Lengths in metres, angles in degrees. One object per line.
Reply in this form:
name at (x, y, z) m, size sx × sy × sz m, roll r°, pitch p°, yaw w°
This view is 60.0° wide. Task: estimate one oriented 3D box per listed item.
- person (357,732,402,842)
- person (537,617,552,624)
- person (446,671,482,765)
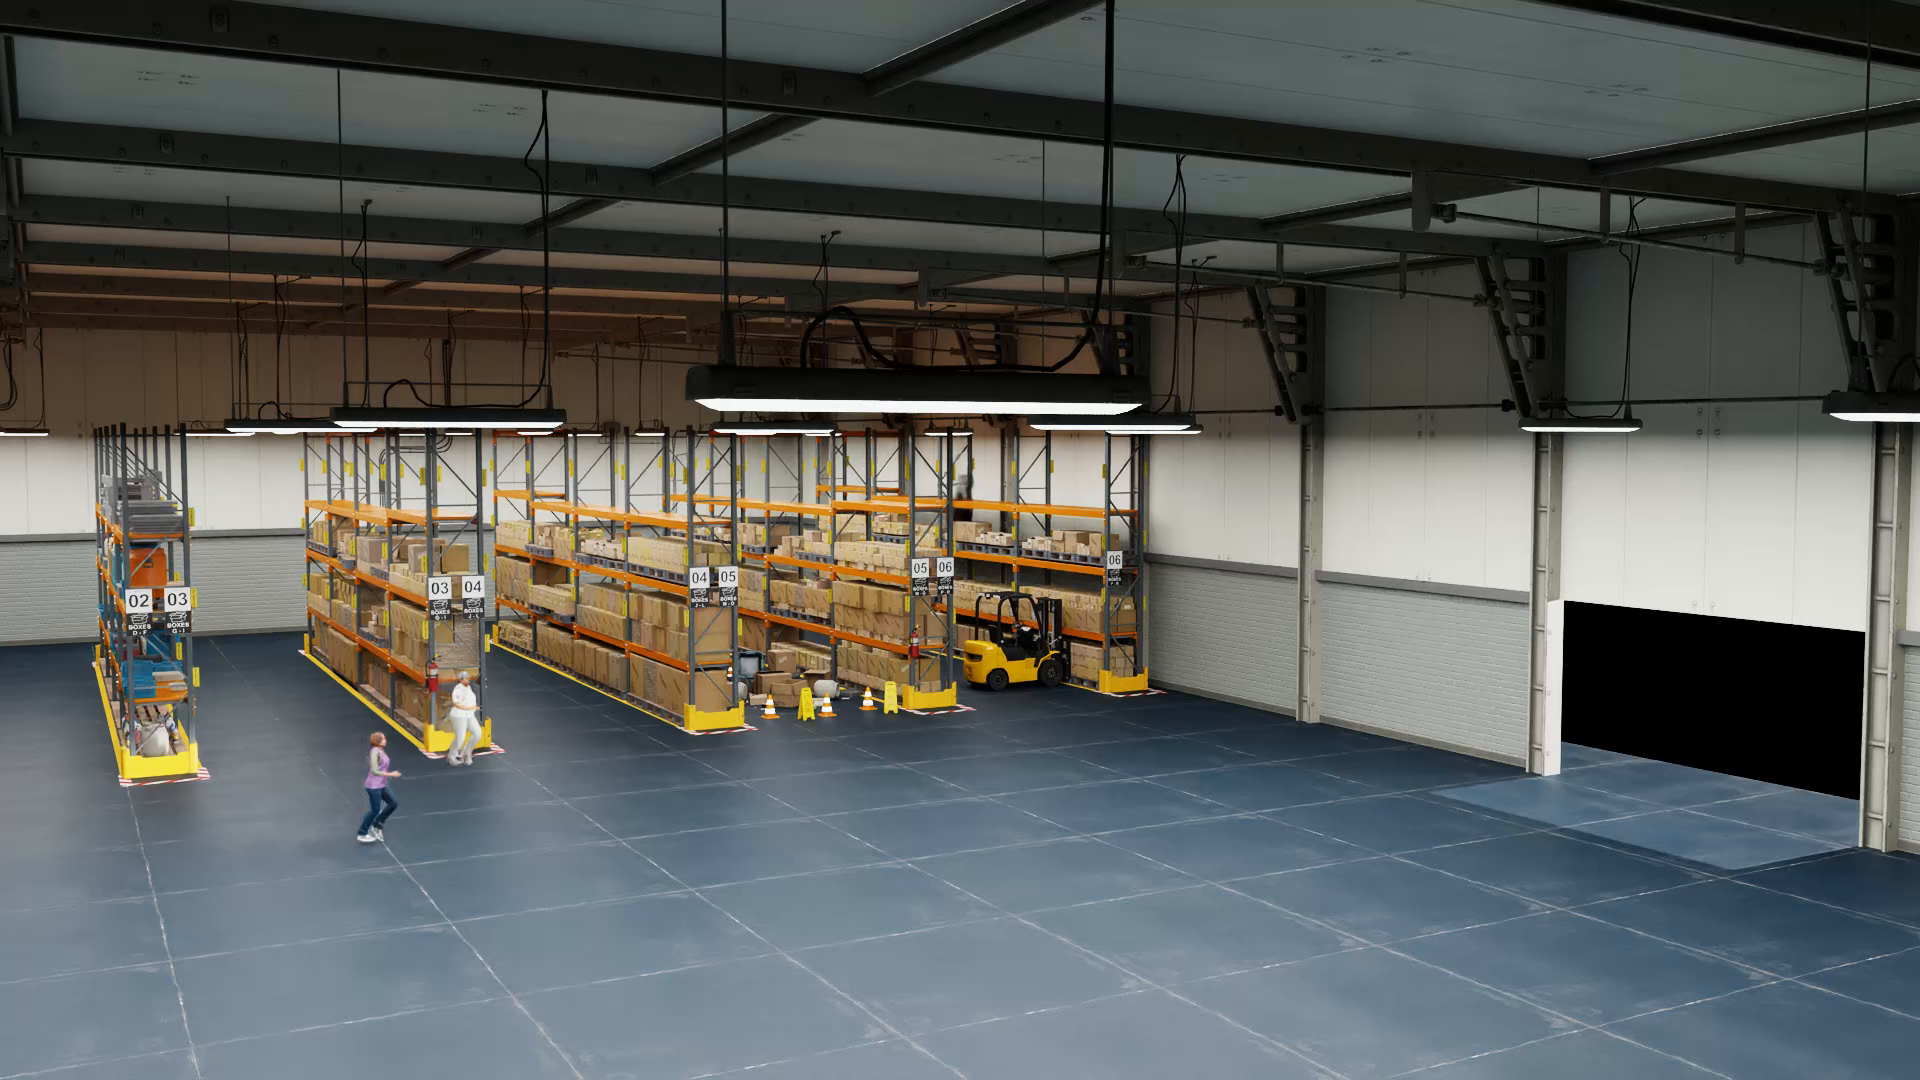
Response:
person at (-8.229, 3.500, 23.580) m, size 0.643 × 1.590 × 0.558 m, roll 0°, pitch 3°, yaw -4°
person at (-12.028, 1.978, 48.181) m, size 0.667 × 1.751 × 0.731 m, roll 2°, pitch 4°, yaw 31°
person at (-8.691, 3.143, 29.220) m, size 0.680 × 1.697 × 0.636 m, roll 1°, pitch 4°, yaw 15°
